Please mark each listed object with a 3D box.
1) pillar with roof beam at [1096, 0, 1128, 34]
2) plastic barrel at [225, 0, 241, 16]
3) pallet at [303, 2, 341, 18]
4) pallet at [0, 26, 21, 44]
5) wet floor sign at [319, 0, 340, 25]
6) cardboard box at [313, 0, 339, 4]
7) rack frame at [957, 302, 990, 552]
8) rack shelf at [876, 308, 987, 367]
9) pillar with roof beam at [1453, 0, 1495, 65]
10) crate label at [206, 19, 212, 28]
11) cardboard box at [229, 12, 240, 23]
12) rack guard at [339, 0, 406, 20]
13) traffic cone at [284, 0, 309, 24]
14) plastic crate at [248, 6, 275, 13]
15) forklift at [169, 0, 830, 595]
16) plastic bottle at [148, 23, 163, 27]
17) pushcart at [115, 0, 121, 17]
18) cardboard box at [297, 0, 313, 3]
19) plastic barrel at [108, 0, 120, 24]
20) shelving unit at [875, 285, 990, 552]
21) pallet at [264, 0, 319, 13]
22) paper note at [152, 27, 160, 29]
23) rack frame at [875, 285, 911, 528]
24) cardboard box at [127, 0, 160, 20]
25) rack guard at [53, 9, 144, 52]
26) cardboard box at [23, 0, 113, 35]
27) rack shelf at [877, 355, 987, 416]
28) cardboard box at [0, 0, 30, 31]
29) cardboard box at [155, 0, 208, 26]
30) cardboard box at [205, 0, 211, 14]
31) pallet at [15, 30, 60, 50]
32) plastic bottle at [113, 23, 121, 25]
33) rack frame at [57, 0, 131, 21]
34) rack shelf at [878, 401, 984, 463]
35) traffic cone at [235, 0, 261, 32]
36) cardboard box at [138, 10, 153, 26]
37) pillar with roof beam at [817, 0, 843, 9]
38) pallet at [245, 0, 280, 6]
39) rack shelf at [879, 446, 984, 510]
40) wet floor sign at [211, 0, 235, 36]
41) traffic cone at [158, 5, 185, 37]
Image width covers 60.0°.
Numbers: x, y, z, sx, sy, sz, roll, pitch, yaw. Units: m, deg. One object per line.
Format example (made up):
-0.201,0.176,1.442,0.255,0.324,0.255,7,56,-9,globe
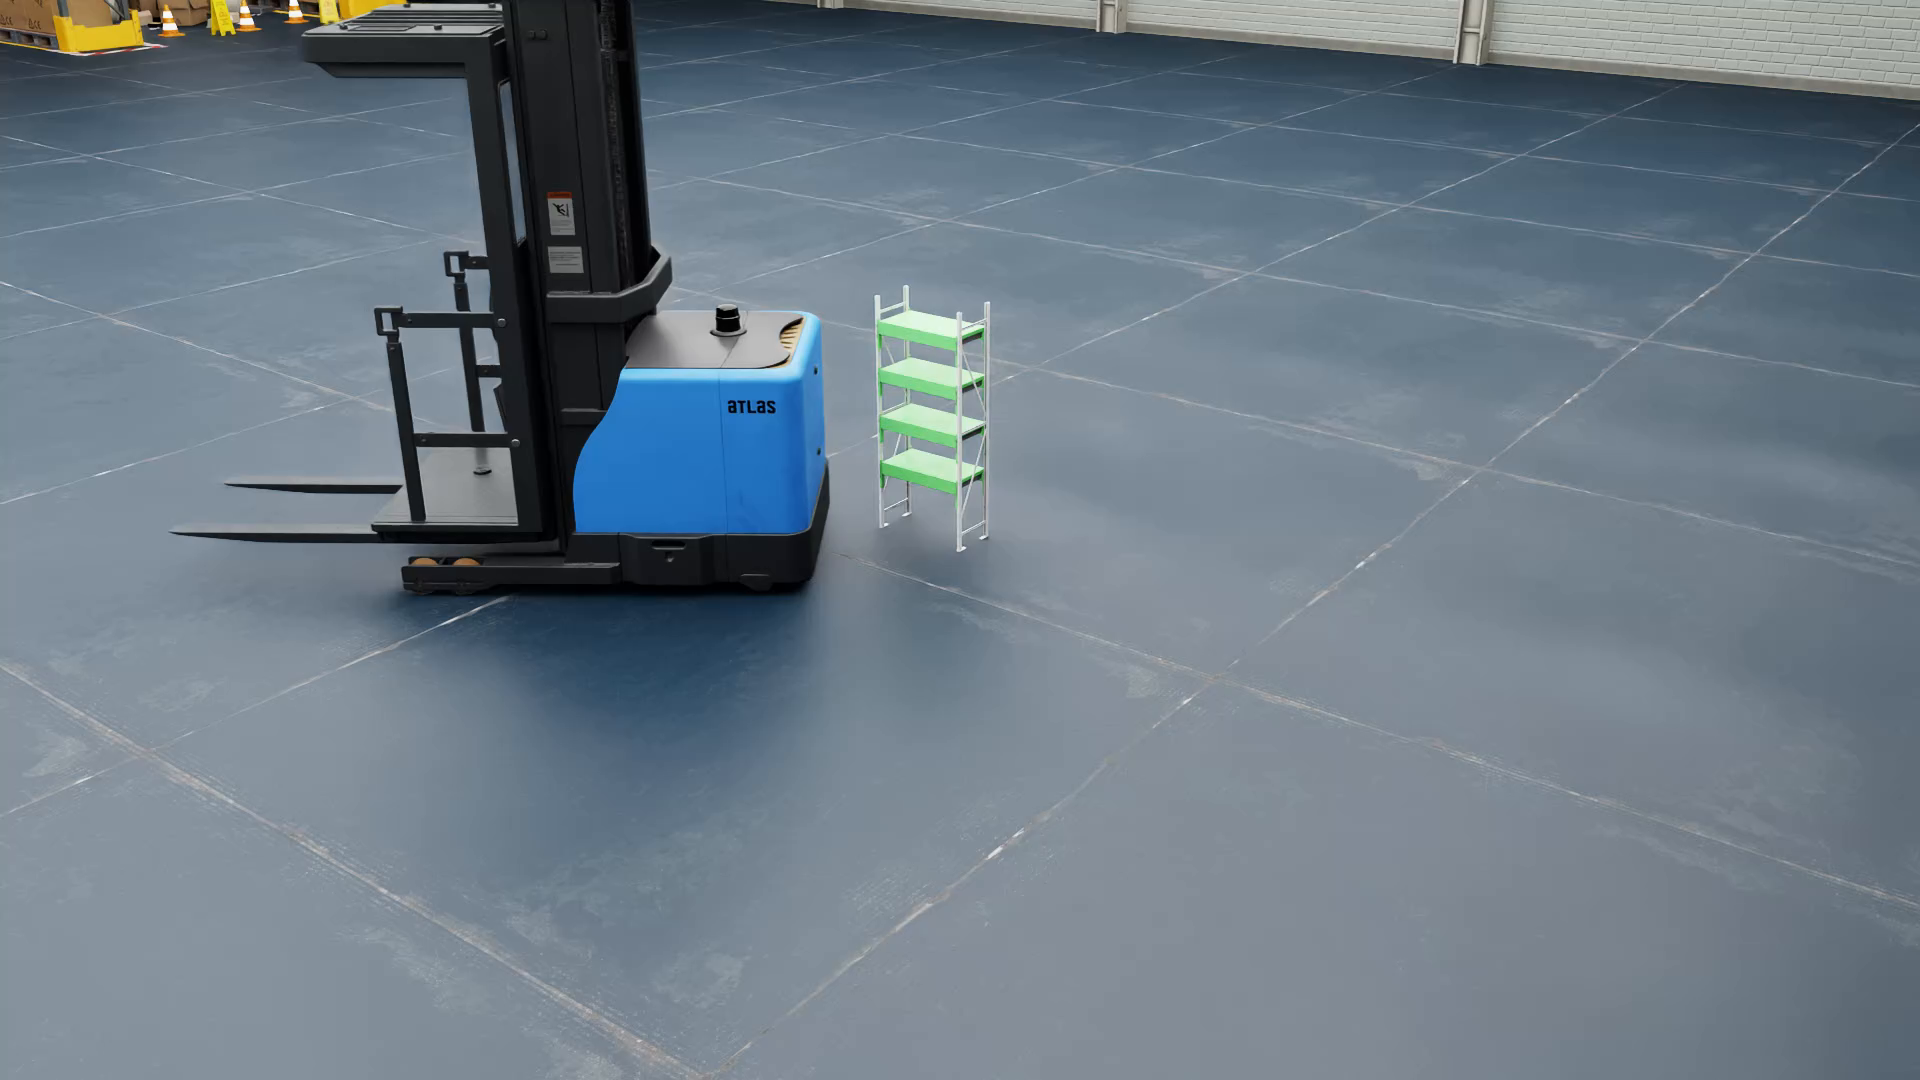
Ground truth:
-0.127,-10.966,21.978,0.400,9.000,9.100,17,29,33,pillar with roof beam
-12.665,-9.282,28.792,0.512,0.421,0.421,-5,24,-12,plastic barrel
-10.794,-9.400,29.323,1.213,0.211,1.003,17,29,33,pallet
-14.651,-8.016,26.181,1.213,0.211,1.003,17,29,33,pallet
-10.594,-8.982,27.834,0.267,0.644,0.232,-15,28,-30,wet floor sign
-10.932,-9.498,28.977,0.500,0.250,0.500,17,29,33,cardboard box
0.063,-0.530,7.965,0.015,1.200,0.240,17,29,33,rack frame
-0.132,-0.970,7.931,0.480,0.148,0.258,17,29,33,rack shelf
4.674,-9.515,18.685,0.400,9.000,9.100,17,29,33,pillar with roof beam
-12.282,-8.558,27.503,0.298,0.136,0.250,3,24,6,crate label
-12.364,-8.811,28.062,0.380,0.149,0.250,-10,26,-21,cardboard box
-10.166,-9.325,28.793,0.348,0.500,1.175,17,29,33,rack guard
-11.222,-8.977,28.050,0.334,0.463,0.336,17,29,33,traffic cone
-12.541,-9.437,29.569,0.583,0.080,0.402,7,25,15,plastic crate
-2.188,-1.300,7.565,3.031,2.935,1.130,0,24,1,forklift
-13.344,-8.528,27.530,0.283,0.061,0.133,7,25,15,plastic bottle
-14.633,-9.470,29.274,0.936,0.377,1.648,7,25,15,pushcart
-11.323,-9.620,29.254,0.500,0.250,0.500,17,29,33,cardboard box
-14.366,-8.838,27.783,0.512,0.421,0.421,-5,24,-12,plastic barrel
-0.132,-0.589,8.099,0.503,1.200,0.258,17,29,33,shelving unit
-11.766,-9.695,29.993,1.213,0.211,1.003,17,29,33,pallet
-13.196,-8.386,27.247,0.144,0.017,0.142,-15,28,-30,paper note
-0.328,-0.648,8.233,0.015,1.200,0.240,17,29,33,rack frame
-13.782,-9.201,28.341,0.503,0.637,0.797,17,29,33,cardboard box
-12.973,-7.679,25.058,0.348,0.500,1.175,17,29,33,rack guard
-13.575,-8.191,25.235,0.875,0.875,0.875,17,29,34,cardboard box
-0.132,-0.750,8.028,0.480,0.148,0.258,17,29,33,rack shelf
-14.280,-8.403,25.716,0.875,0.875,0.875,16,29,32,cardboard box
-13.029,-8.916,27.861,0.637,0.503,0.797,-1,24,-3,cardboard box
-13.264,-9.577,29.362,0.500,0.500,0.500,-5,24,-12,cardboard box
-13.679,-7.721,25.511,1.213,0.211,1.003,17,29,33,pallet
-13.899,-8.475,27.409,0.133,0.061,0.283,7,25,15,plastic bottle
-12.993,-8.829,24.567,0.127,3.000,1.000,17,29,33,rack frame
-0.132,-0.531,8.125,0.480,0.148,0.258,17,29,33,rack shelf
-11.616,-8.537,27.051,0.334,0.463,0.336,17,29,33,traffic cone
-13.713,-8.723,27.719,0.396,0.266,0.258,-21,31,-39,cardboard box
-4.928,-12.417,25.271,0.400,9.000,9.100,17,29,33,pillar with roof beam
-12.747,-9.990,30.662,1.213,0.211,1.003,17,29,33,pallet
-0.132,-0.311,8.221,0.480,0.148,0.258,17,29,33,rack shelf
-11.782,-8.383,26.476,0.232,0.644,0.267,12,26,24,wet floor sign
-12.566,-8.254,26.410,0.334,0.463,0.336,17,29,33,traffic cone
